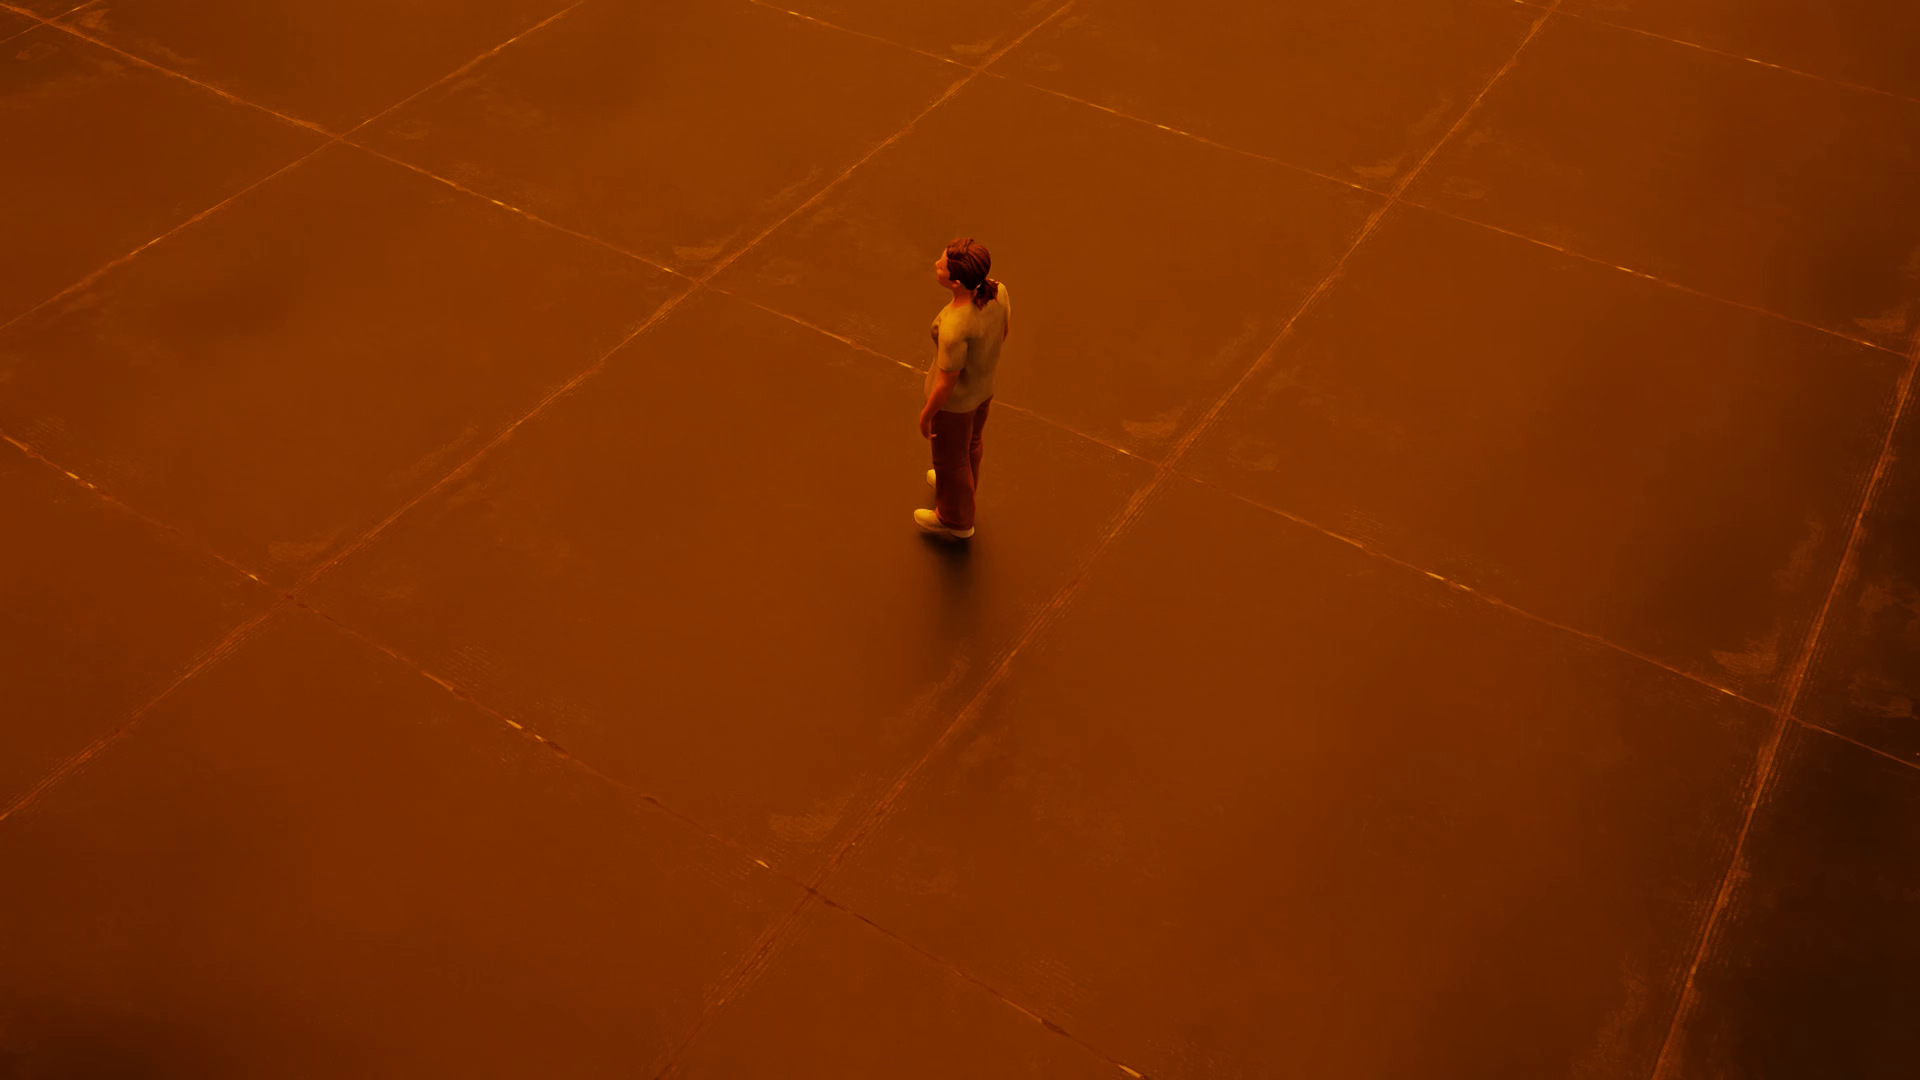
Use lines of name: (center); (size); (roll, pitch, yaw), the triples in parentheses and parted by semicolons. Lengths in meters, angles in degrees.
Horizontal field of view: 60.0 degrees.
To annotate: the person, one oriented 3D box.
person: (-0.056, -0.655, 7.426); (0.547, 1.613, 0.553); (24, 48, 23)
